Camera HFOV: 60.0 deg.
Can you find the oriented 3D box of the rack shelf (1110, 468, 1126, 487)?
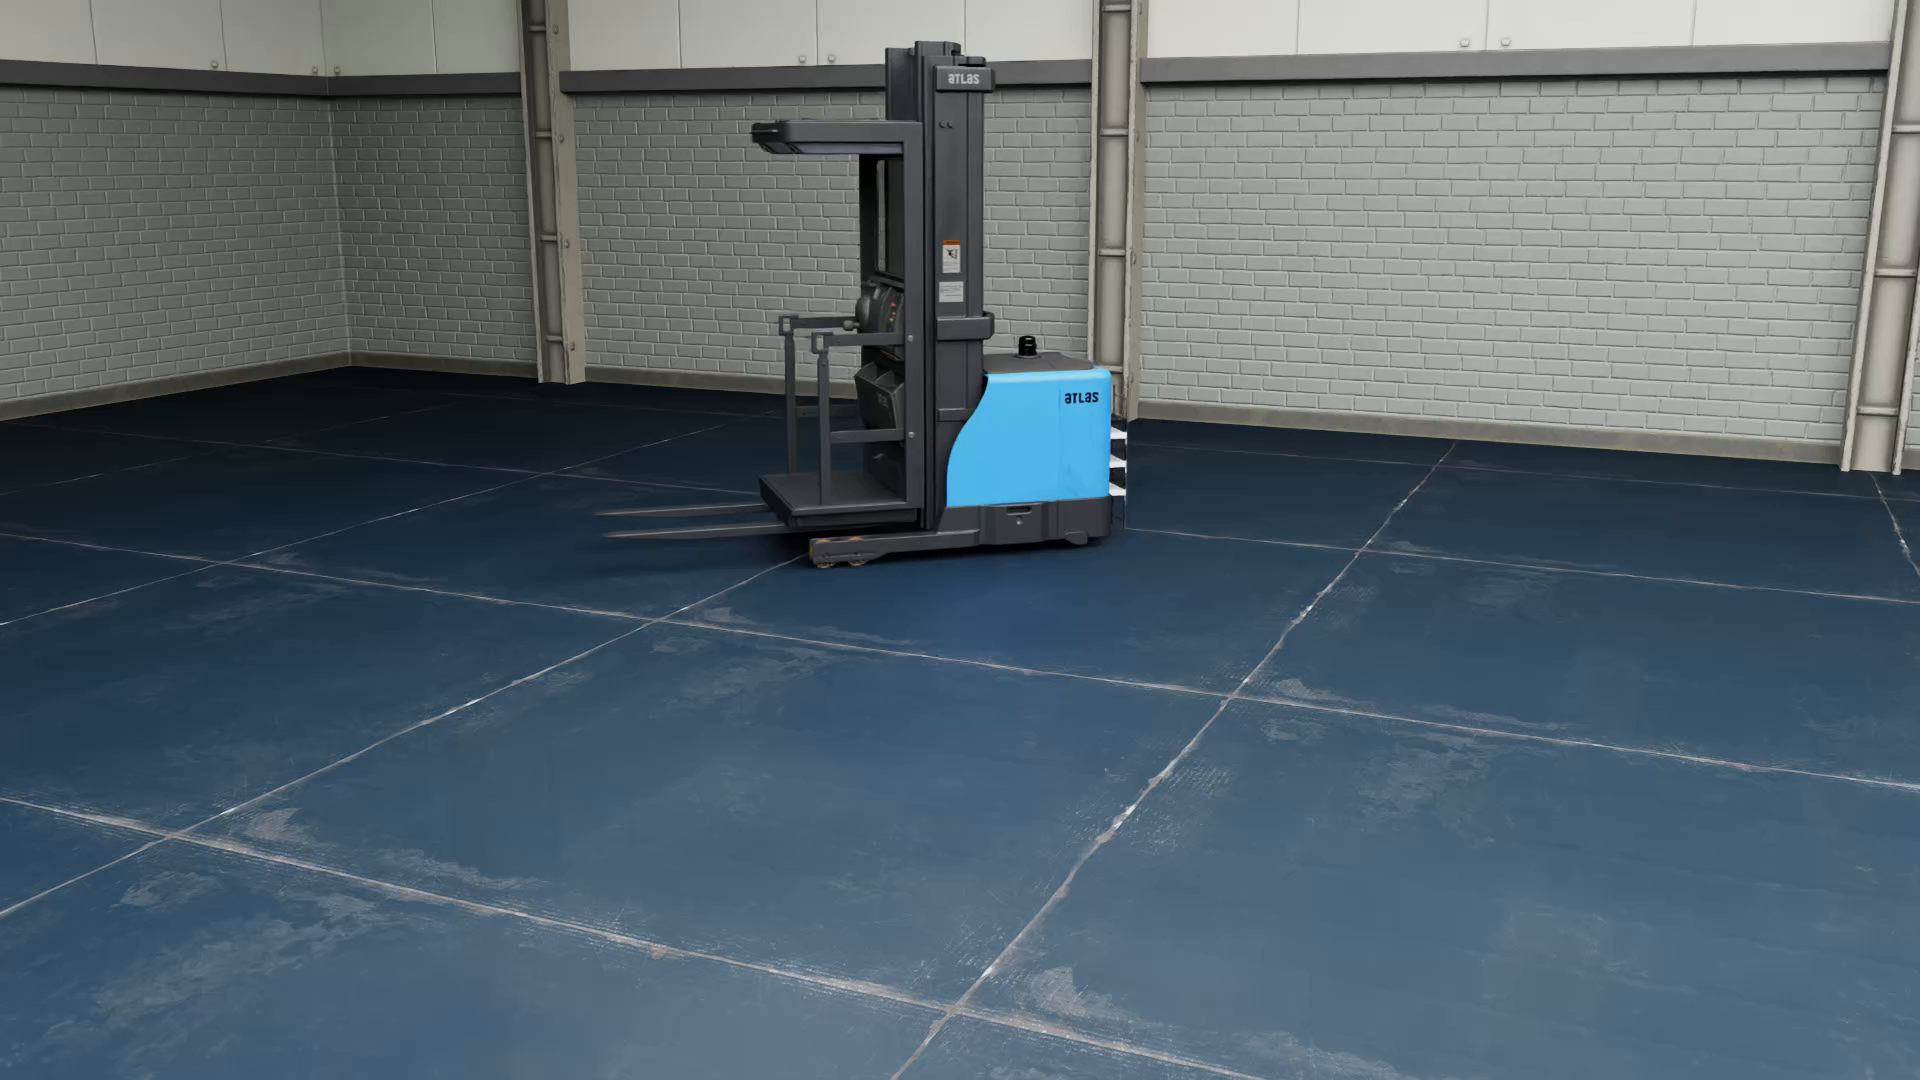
[{"bbox_3d":[0.907,-0.391,10.489,0.200,0.077,0.258,-4,14,-16],"label":"rack shelf"}]

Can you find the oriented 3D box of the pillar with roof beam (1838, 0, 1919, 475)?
[{"bbox_3d":[5.104,-4.015,7.668,0.400,9.000,9.100,6,14,23],"label":"pillar with roof beam"}]

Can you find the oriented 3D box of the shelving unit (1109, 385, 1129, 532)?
[{"bbox_3d":[0.907,-0.511,10.461,0.210,0.900,0.258,-4,14,-16],"label":"shelving unit"}]

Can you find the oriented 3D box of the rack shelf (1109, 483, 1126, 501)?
[{"bbox_3d":[0.907,-0.303,10.510,0.200,0.077,0.258,-4,14,-16],"label":"rack shelf"}]

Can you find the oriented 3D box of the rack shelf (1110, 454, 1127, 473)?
[{"bbox_3d":[0.907,-0.478,10.469,0.200,0.077,0.258,-4,14,-16],"label":"rack shelf"}]

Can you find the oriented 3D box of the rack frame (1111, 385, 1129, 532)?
[{"bbox_3d":[1.005,-0.517,10.489,0.006,0.900,0.240,-4,14,-16],"label":"rack frame"}]

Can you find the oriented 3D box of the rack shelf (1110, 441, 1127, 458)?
[{"bbox_3d":[0.907,-0.566,10.448,0.200,0.077,0.258,-4,14,-16],"label":"rack shelf"}]

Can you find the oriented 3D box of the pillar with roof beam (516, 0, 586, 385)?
[{"bbox_3d":[-5.868,-5.126,12.400,0.400,9.000,9.100,6,14,23],"label":"pillar with roof beam"}]

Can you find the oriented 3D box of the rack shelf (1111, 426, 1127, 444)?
[{"bbox_3d":[0.907,-0.653,10.427,0.200,0.077,0.258,-4,14,-16],"label":"rack shelf"}]

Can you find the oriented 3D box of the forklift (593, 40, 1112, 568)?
[{"bbox_3d":[-0.657,-1.400,9.805,3.031,2.935,1.130,-4,14,-16],"label":"forklift"}]

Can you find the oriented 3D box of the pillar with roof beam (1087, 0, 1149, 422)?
[{"bbox_3d":[-0.382,-4.570,10.034,0.400,9.000,9.100,6,14,23],"label":"pillar with roof beam"}]

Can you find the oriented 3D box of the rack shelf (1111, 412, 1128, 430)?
[{"bbox_3d":[0.907,-0.741,10.407,0.200,0.077,0.258,-4,14,-16],"label":"rack shelf"}]
